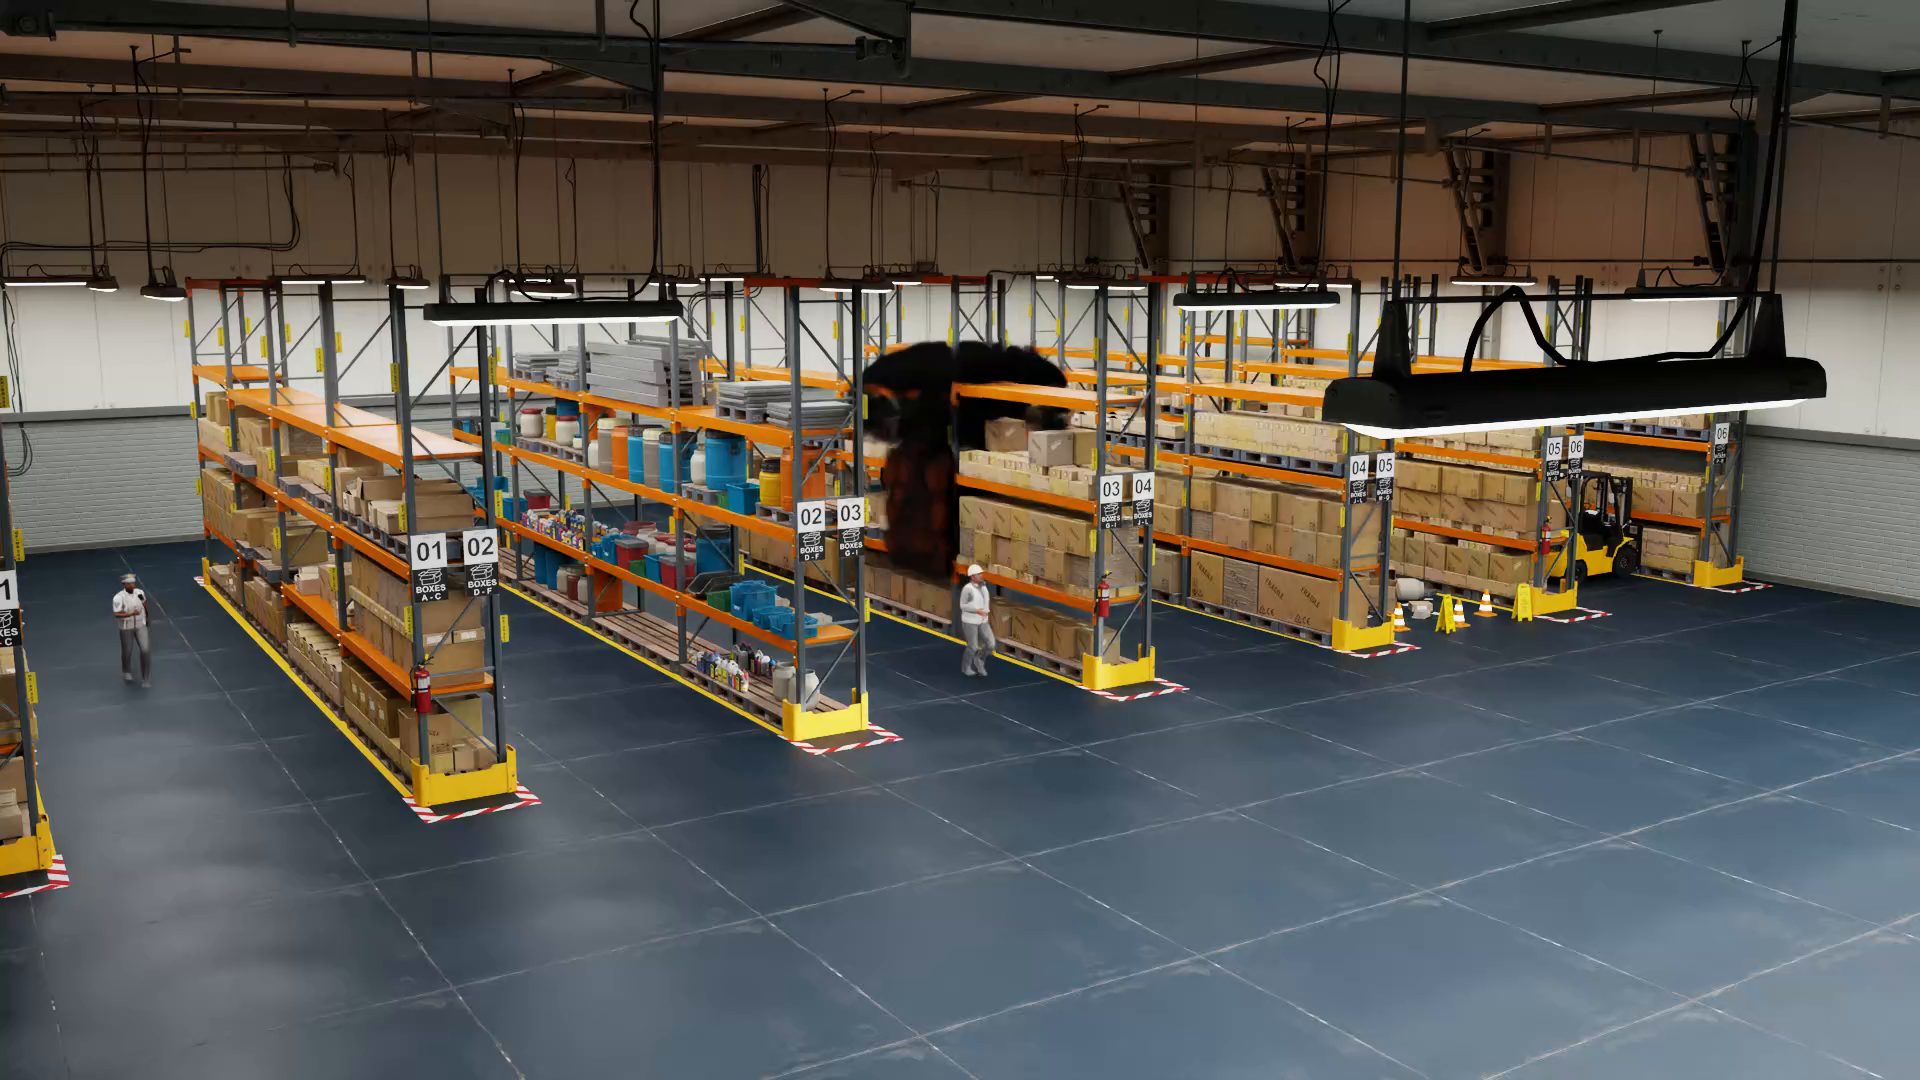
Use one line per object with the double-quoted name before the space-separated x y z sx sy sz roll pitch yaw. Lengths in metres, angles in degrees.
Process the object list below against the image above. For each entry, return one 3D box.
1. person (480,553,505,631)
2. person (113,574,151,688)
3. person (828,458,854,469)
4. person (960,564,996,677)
"person" -8.140 0.734 28.563 0.674 1.682 0.782 -7 12 -38
"person" -12.381 1.363 24.920 0.538 1.783 0.786 -8 12 -39
"person" -3.025 -1.395 41.281 0.730 1.768 0.688 8 13 41
"person" 0.265 1.247 25.340 0.655 1.768 0.683 -8 13 -41
